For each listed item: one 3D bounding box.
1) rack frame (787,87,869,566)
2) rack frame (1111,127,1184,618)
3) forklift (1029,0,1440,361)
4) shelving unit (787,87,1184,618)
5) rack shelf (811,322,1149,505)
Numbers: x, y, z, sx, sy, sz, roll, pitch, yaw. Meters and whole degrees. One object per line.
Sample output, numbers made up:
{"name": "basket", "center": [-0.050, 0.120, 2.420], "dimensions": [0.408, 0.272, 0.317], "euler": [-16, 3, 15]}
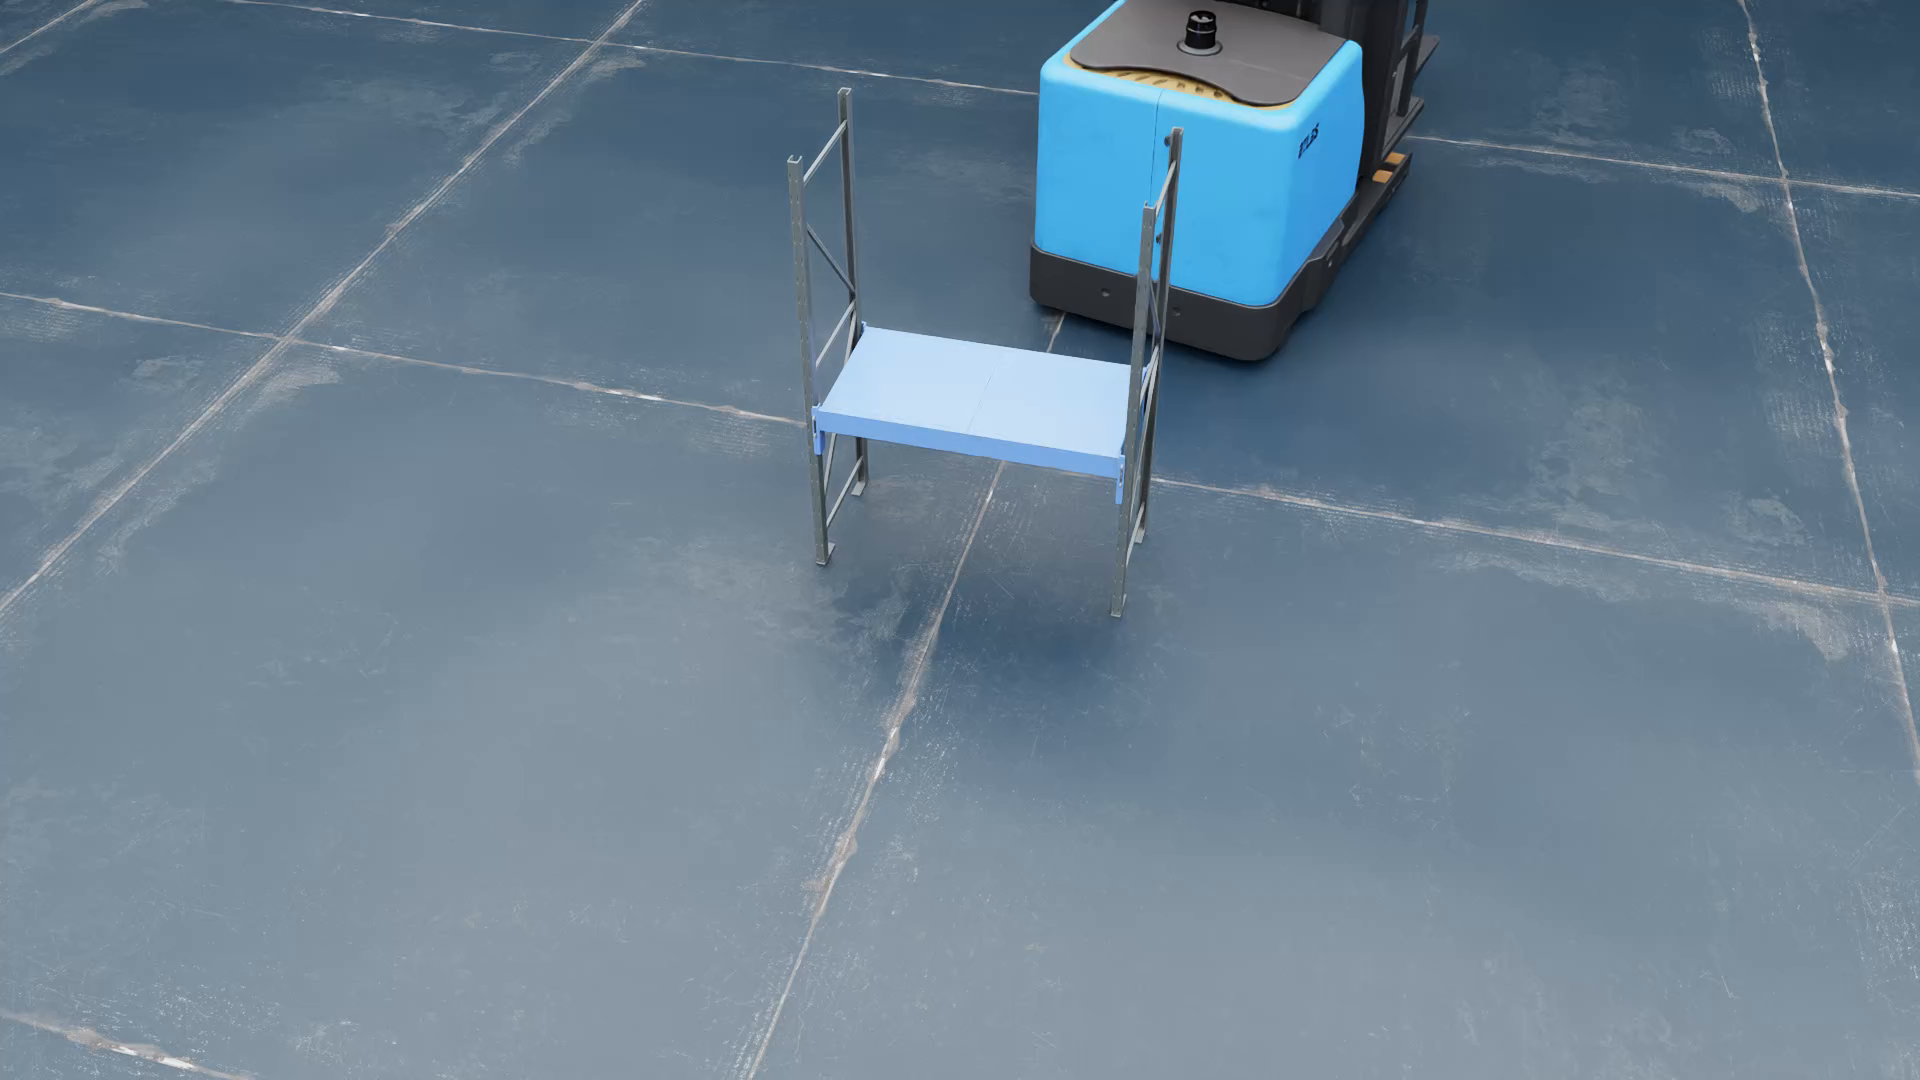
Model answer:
{"name": "rack frame", "center": [-0.409, -0.645, 5.351], "dimensions": [0.032, 1.500, 0.500], "euler": [10, 41, 11]}
{"name": "rack frame", "center": [0.573, -0.476, 5.150], "dimensions": [0.032, 1.500, 0.500], "euler": [10, 41, 11]}
{"name": "forklift", "center": [1.425, -2.757, 6.754], "dimensions": [1.130, 2.935, 3.031], "euler": [19, 44, 21]}
{"name": "shelving unit", "center": [0.082, -0.560, 5.251], "dimensions": [1.048, 1.500, 0.538], "euler": [10, 41, 11]}
{"name": "rack shelf", "center": [0.082, -0.422, 5.366], "dimensions": [1.000, 0.185, 0.538], "euler": [10, 41, 11]}
